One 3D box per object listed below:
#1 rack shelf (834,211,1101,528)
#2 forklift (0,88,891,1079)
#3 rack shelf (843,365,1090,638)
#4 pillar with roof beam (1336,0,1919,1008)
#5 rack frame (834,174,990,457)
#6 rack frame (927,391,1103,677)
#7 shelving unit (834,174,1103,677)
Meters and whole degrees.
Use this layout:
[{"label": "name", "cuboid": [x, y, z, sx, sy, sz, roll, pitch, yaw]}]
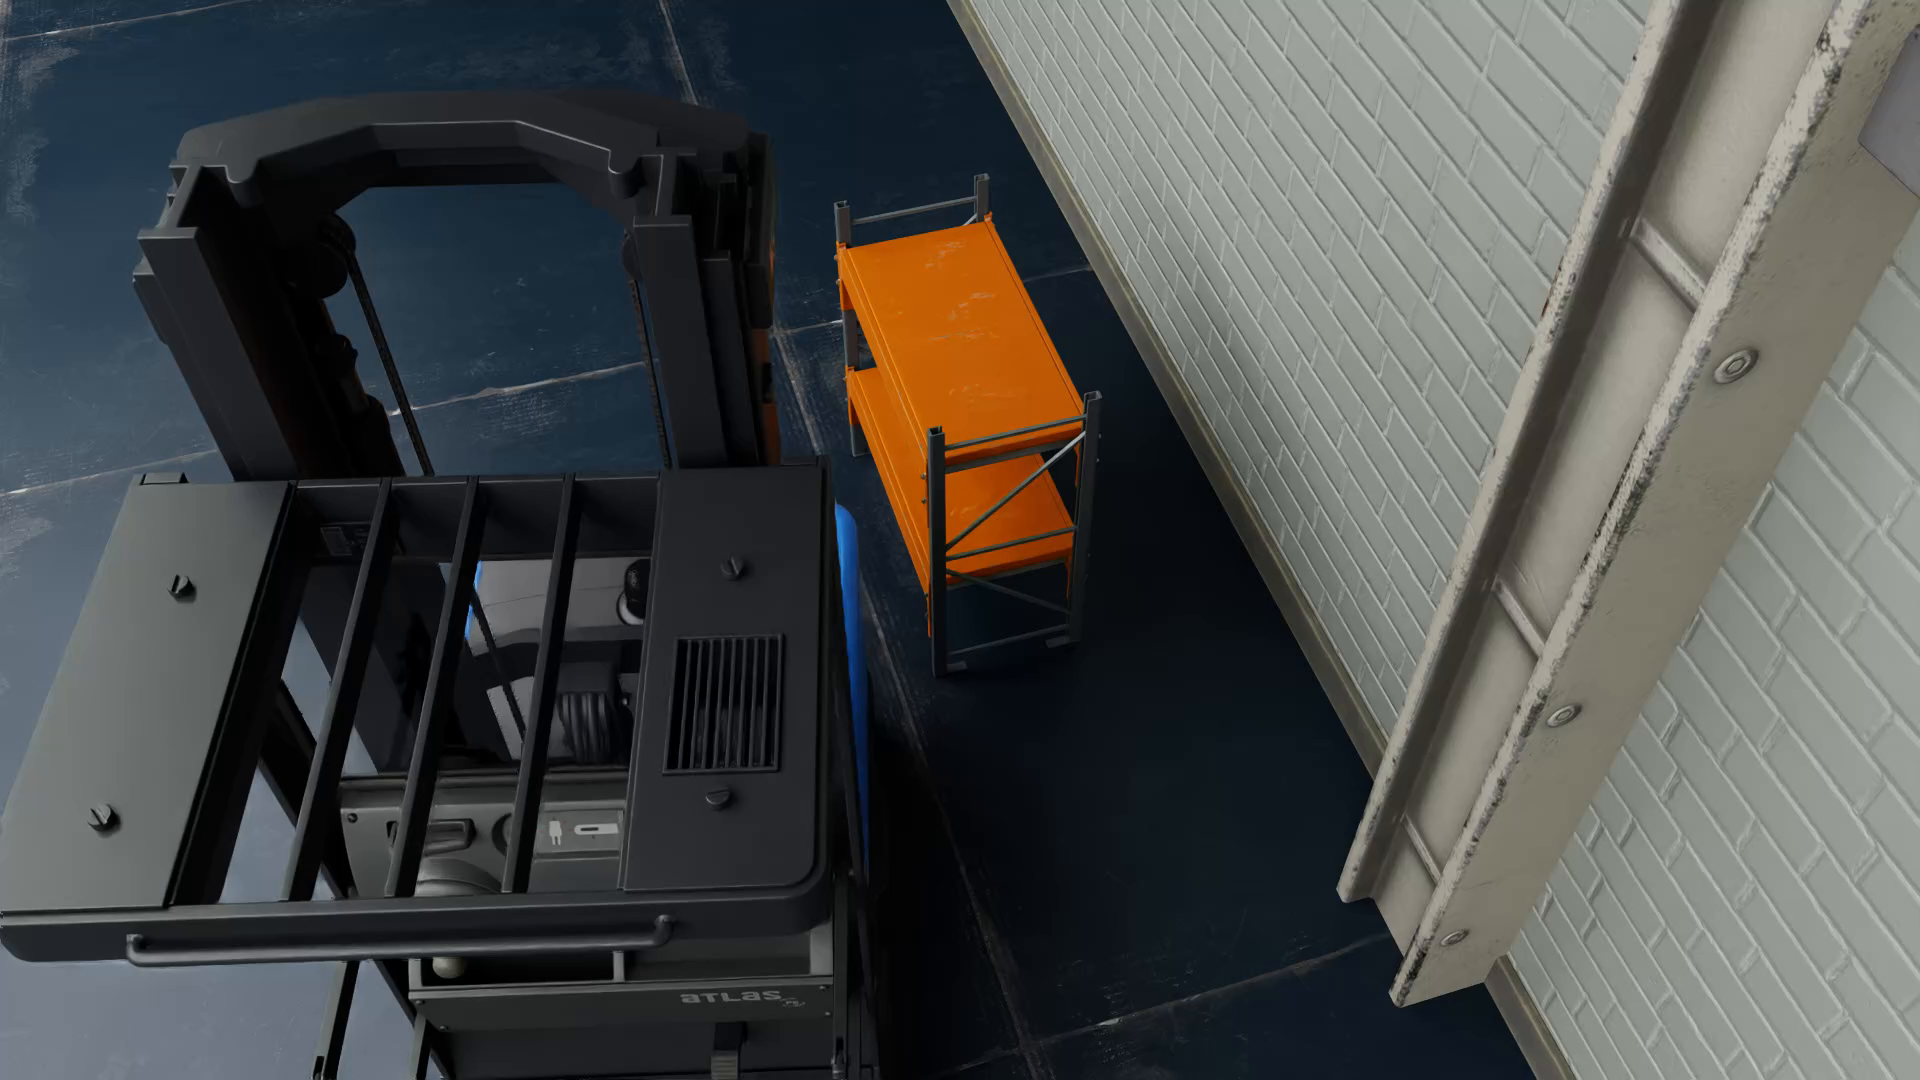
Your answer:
[{"label": "rack shelf", "cuboid": [0.002, -0.546, 5.092, 0.538, 0.278, 1.000, -13, 51, -11]}, {"label": "forklift", "cuboid": [-0.731, 0.777, 3.178, 1.130, 2.935, 3.031, -2, 50, -1]}, {"label": "rack shelf", "cuboid": [0.002, -0.200, 5.503, 0.538, 0.278, 1.000, -13, 51, -11]}, {"label": "pillar with roof beam", "cuboid": [-2.803, -0.798, 0.537, 9.100, 9.000, 0.400, -13, 51, -11]}, {"label": "rack frame", "cuboid": [-0.148, -0.729, 5.629, 0.500, 1.125, 0.032, -13, 51, -11]}, {"label": "rack frame", "cuboid": [0.152, 0.014, 5.003, 0.500, 1.125, 0.032, -13, 51, -11]}, {"label": "shelving unit", "cuboid": [0.002, -0.358, 5.316, 0.538, 1.125, 1.048, -13, 51, -11]}]
